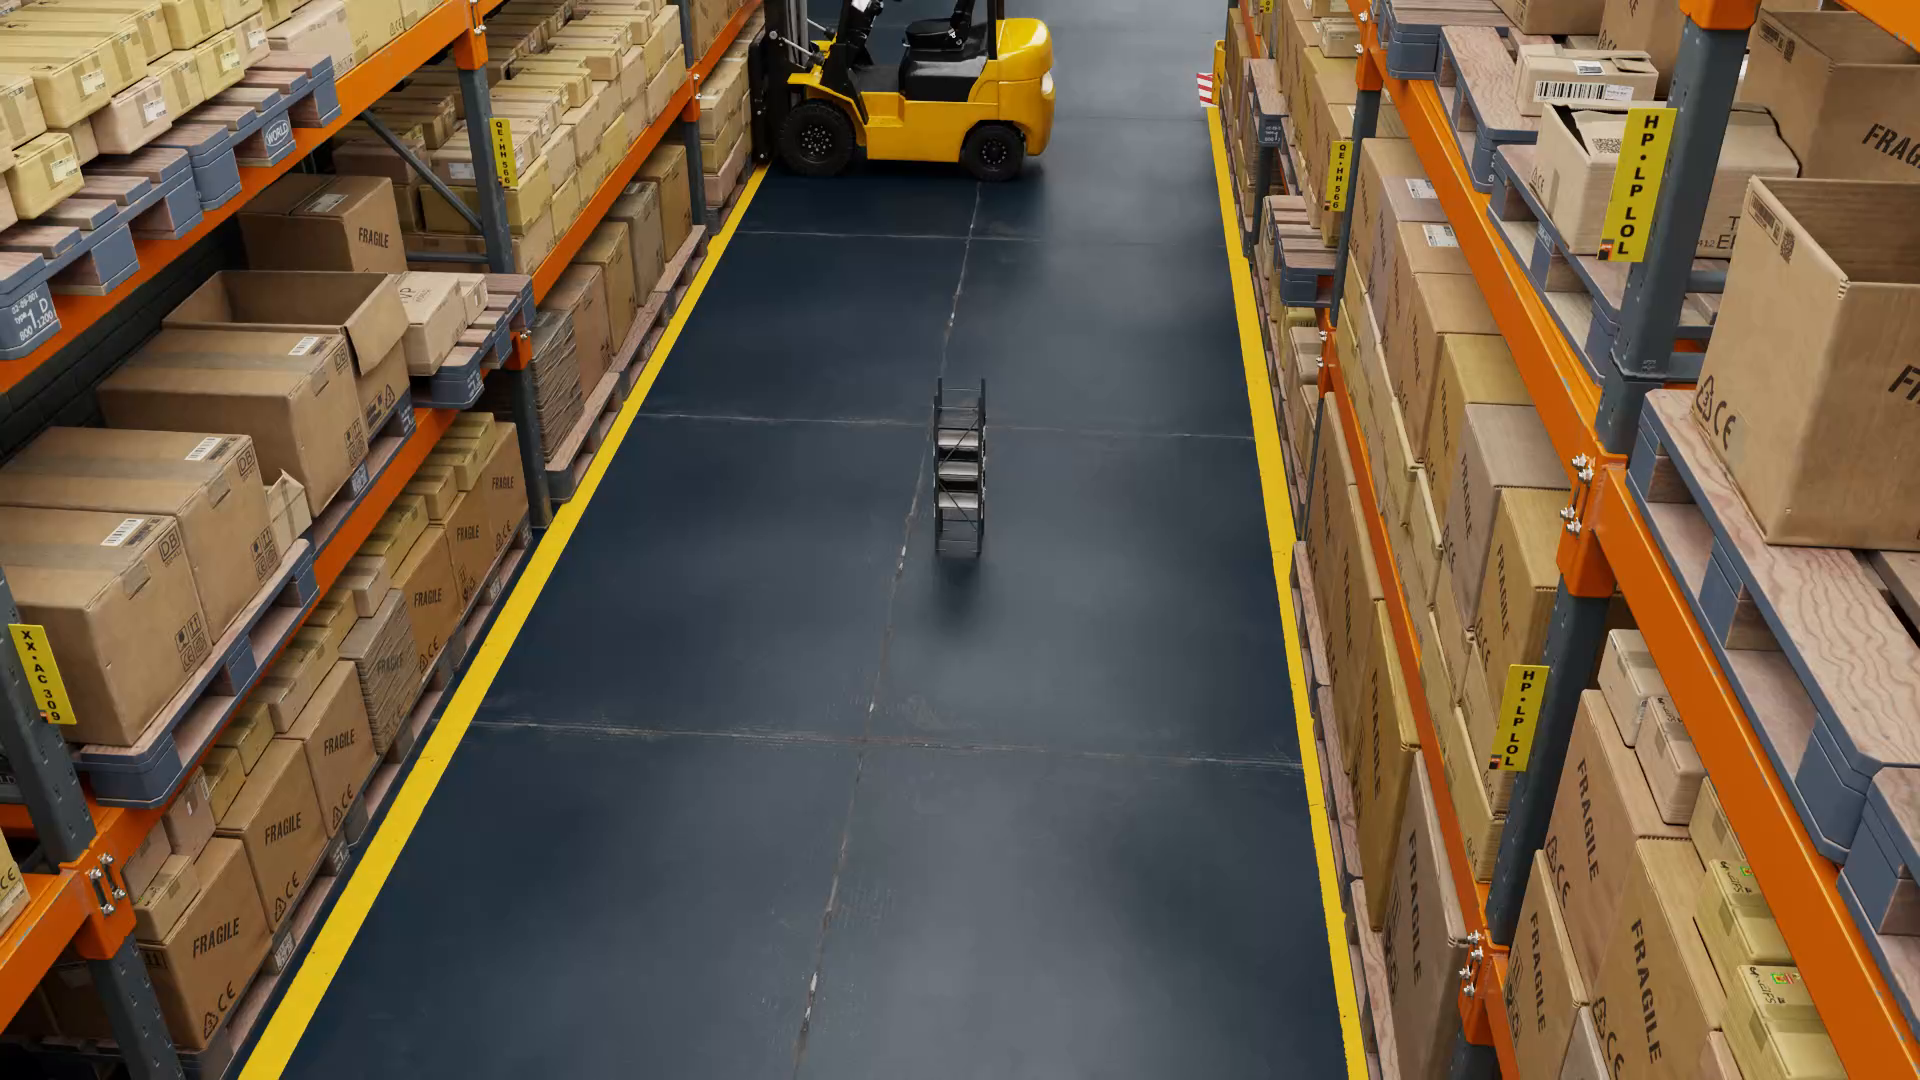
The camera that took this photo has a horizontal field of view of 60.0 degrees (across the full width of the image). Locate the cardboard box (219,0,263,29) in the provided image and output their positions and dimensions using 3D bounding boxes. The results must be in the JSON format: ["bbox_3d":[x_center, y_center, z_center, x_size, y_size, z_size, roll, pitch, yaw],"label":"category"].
[{"bbox_3d":[-2.485,-1.750,5.332,0.380,0.149,0.250,3,32,4],"label":"cardboard box"}]

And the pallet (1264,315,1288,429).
[{"bbox_3d":[2.427,-1.026,10.214,1.003,0.211,1.213,2,32,4],"label":"pallet"}]

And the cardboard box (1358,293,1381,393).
[{"bbox_3d":[1.929,-0.793,6.844,0.500,0.250,0.500,3,32,5],"label":"cardboard box"}]

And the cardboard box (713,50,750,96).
[{"bbox_3d":[-1.929,-3.671,13.116,0.500,0.250,0.500,3,32,6],"label":"cardboard box"}]

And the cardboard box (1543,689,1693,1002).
[{"bbox_3d":[1.654,0.693,3.717,0.500,0.500,0.500,3,32,4],"label":"cardboard box"}]

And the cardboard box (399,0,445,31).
[{"bbox_3d":[-2.487,-2.313,6.928,0.500,0.250,0.500,1,32,2],"label":"cardboard box"}]

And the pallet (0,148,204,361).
[{"bbox_3d":[-2.890,-0.822,4.545,1.213,0.211,1.003,2,32,4],"label":"pallet"}]

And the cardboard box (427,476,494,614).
[{"bbox_3d":[-2.559,-0.002,7.876,0.500,0.500,0.500,2,32,3],"label":"cardboard box"}]

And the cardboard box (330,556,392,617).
[{"bbox_3d":[-2.611,0.192,6.944,0.380,0.149,0.250,1,32,2],"label":"cardboard box"}]

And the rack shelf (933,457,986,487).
[{"bbox_3d":[-0.001,-0.350,8.525,0.258,0.077,0.200,2,32,4],"label":"rack shelf"}]

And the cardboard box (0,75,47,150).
[{"bbox_3d":[-2.601,-1.085,4.253,0.380,0.149,0.250,3,32,5],"label":"cardboard box"}]

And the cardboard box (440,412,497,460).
[{"bbox_3d":[-2.475,-0.500,8.067,0.380,0.149,0.250,1,32,2],"label":"cardboard box"}]

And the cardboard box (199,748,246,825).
[{"bbox_3d":[-2.764,0.863,5.854,0.380,0.149,0.250,1,32,1],"label":"cardboard box"}]

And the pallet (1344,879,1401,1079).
[{"bbox_3d":[1.922,1.703,5.785,1.003,0.211,1.213,2,32,4],"label":"pallet"}]

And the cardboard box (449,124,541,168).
[{"bbox_3d":[-2.348,-1.991,8.408,0.380,0.149,0.250,3,32,5],"label":"cardboard box"}]

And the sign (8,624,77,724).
[{"bbox_3d":[-2.472,0.364,4.476,0.100,0.325,0.005,2,32,4],"label":"sign"}]

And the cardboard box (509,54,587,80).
[{"bbox_3d":[-2.349,-2.667,9.505,0.380,0.149,0.250,2,32,4],"label":"cardboard box"}]

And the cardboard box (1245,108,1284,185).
[{"bbox_3d":[2.366,-2.908,12.116,0.500,0.500,0.500,2,32,3],"label":"cardboard box"}]

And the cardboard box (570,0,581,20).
[{"bbox_3d":[-2.678,-3.476,10.818,0.380,0.149,0.250,1,32,2],"label":"cardboard box"}]

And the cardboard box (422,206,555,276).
[{"bbox_3d":[-2.408,-1.536,8.527,0.500,0.250,0.500,3,32,4],"label":"cardboard box"}]

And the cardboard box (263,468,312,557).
[{"bbox_3d":[-2.518,-0.119,5.811,0.396,0.266,0.258,4,32,6],"label":"cardboard box"}]

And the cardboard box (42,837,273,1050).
[{"bbox_3d":[-2.750,1.355,5.675,0.500,0.500,0.500,4,32,6],"label":"cardboard box"}]

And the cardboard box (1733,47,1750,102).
[{"bbox_3d":[2.432,-1.416,5.057,0.396,0.266,0.258,5,32,8],"label":"cardboard box"}]

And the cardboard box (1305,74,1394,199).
[{"bbox_3d":[2.051,-2.037,8.417,0.500,0.500,0.500,2,32,3],"label":"cardboard box"}]

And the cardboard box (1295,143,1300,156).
[{"bbox_3d":[2.099,-2.235,9.358,0.380,0.149,0.250,1,32,2],"label":"cardboard box"}]

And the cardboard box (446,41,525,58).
[{"bbox_3d":[-2.775,-2.819,9.752,0.380,0.149,0.250,3,32,4],"label":"cardboard box"}]

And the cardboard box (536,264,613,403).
[{"bbox_3d":[-2.578,-1.214,9.724,0.875,0.625,0.625,3,32,6],"label":"cardboard box"}]

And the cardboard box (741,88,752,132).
[{"bbox_3d":[-1.923,-3.457,13.244,0.500,0.250,0.500,2,32,4],"label":"cardboard box"}]

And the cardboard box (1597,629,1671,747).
[{"bbox_3d":[1.650,0.333,3.685,0.380,0.149,0.250,2,32,3],"label":"cardboard box"}]

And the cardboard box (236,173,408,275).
[{"bbox_3d":[-2.885,-1.338,7.566,0.500,0.500,0.500,4,32,6],"label":"cardboard box"}]

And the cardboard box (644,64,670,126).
[{"bbox_3d":[-2.178,-2.869,10.689,0.500,0.250,0.500,2,32,4],"label":"cardboard box"}]

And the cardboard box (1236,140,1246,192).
[{"bbox_3d":[2.399,-2.868,12.765,0.500,0.250,0.500,2,32,3],"label":"cardboard box"}]

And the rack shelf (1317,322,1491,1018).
[{"bbox_3d":[2.097,0.183,6.279,1.077,0.370,4.000,2,32,4],"label":"rack shelf"}]

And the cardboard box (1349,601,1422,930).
[{"bbox_3d":[1.971,0.848,6.139,0.875,0.875,0.875,3,32,5],"label":"cardboard box"}]

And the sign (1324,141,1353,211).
[{"bbox_3d":[1.718,-1.646,7.534,0.100,0.325,0.005,2,32,4],"label":"sign"}]

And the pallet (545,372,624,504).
[{"bbox_3d":[-2.582,-0.620,9.555,1.003,0.211,1.213,2,32,4],"label":"pallet"}]

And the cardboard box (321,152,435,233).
[{"bbox_3d":[-2.928,-1.774,8.437,0.500,0.250,0.500,3,32,5],"label":"cardboard box"}]

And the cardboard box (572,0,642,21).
[{"bbox_3d":[-2.244,-3.339,10.596,0.380,0.149,0.250,2,32,4],"label":"cardboard box"}]

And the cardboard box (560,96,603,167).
[{"bbox_3d":[-2.305,-2.284,9.263,0.500,0.250,0.500,2,32,3],"label":"cardboard box"}]

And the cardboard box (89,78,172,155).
[{"bbox_3d":[-2.508,-1.217,4.750,0.380,0.149,0.250,3,32,5],"label":"cardboard box"}]

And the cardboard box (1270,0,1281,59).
[{"bbox_3d":[2.262,-3.375,10.589,0.500,0.500,0.500,3,32,5],"label":"cardboard box"}]

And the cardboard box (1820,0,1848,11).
[{"bbox_3d":[7.864,-4.110,14.185,0.875,0.875,0.875,3,32,4],"label":"cardboard box"}]

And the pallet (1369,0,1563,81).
[{"bbox_3d":[2.260,-2.026,6.500,1.213,0.211,1.003,4,32,6],"label":"pallet"}]

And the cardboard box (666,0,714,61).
[{"bbox_3d":[-2.065,-3.734,11.854,0.500,0.500,0.500,2,32,3],"label":"cardboard box"}]

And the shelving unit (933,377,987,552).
[{"bbox_3d":[-0.001,-0.379,8.507,0.258,0.900,0.210,2,32,4],"label":"shelving unit"}]

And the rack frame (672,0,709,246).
[{"bbox_3d":[-2.362,-3.470,11.522,1.000,3.000,0.127,2,32,4],"label":"rack frame"}]

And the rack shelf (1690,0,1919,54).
[{"bbox_3d":[1.772,-0.109,1.416,1.077,0.370,4.000,2,32,4],"label":"rack shelf"}]

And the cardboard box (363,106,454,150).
[{"bbox_3d":[-2.871,-2.151,8.667,0.380,0.149,0.250,2,32,4],"label":"cardboard box"}]

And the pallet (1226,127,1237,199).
[{"bbox_3d":[2.702,-3.065,13.523,1.003,0.211,1.213,2,32,4],"label":"pallet"}]

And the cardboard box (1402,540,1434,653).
[{"bbox_3d":[1.822,0.212,5.689,0.500,0.250,0.500,2,32,3],"label":"cardboard box"}]

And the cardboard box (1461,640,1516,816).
[{"bbox_3d":[1.728,0.533,4.692,0.500,0.250,0.500,2,32,4],"label":"cardboard box"}]

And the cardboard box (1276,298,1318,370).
[{"bbox_3d":[2.435,-1.306,10.115,0.950,0.372,0.625,3,32,6],"label":"cardboard box"}]

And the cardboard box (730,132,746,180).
[{"bbox_3d":[-1.966,-2.983,12.953,0.500,0.250,0.500,2,32,3],"label":"cardboard box"}]

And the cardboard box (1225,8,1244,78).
[{"bbox_3d":[2.569,-4.257,14.304,0.500,0.500,0.500,1,32,2],"label":"cardboard box"}]

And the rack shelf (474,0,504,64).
[{"bbox_3d":[-2.525,-3.395,9.227,1.077,0.370,4.000,2,32,4],"label":"rack shelf"}]

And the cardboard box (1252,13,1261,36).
[{"bbox_3d":[2.388,-3.866,12.403,0.380,0.149,0.250,2,32,3],"label":"cardboard box"}]

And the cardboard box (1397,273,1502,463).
[{"bbox_3d":[1.843,-0.596,5.810,0.500,0.500,0.500,3,32,5],"label":"cardboard box"}]

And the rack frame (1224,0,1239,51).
[{"bbox_3d":[2.911,-5.352,14.575,1.000,3.000,0.127,2,32,4],"label":"rack frame"}]
